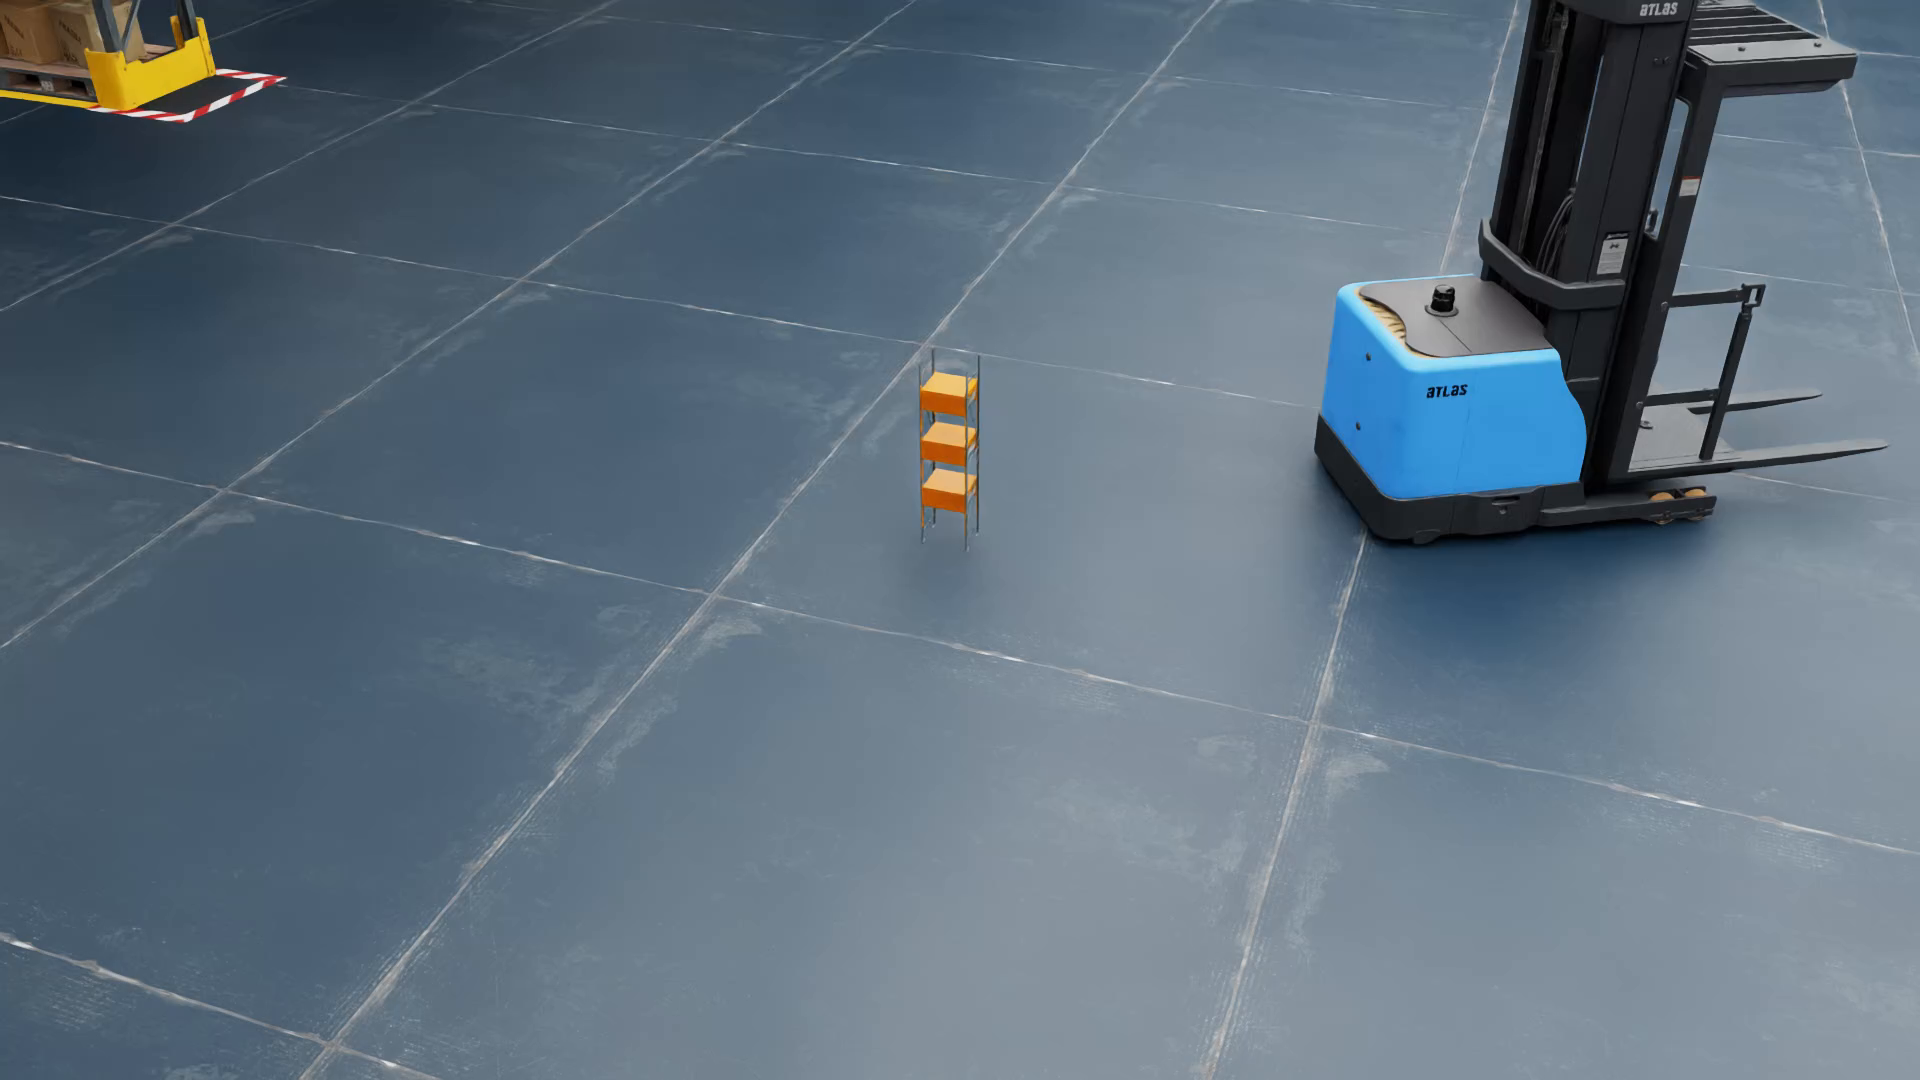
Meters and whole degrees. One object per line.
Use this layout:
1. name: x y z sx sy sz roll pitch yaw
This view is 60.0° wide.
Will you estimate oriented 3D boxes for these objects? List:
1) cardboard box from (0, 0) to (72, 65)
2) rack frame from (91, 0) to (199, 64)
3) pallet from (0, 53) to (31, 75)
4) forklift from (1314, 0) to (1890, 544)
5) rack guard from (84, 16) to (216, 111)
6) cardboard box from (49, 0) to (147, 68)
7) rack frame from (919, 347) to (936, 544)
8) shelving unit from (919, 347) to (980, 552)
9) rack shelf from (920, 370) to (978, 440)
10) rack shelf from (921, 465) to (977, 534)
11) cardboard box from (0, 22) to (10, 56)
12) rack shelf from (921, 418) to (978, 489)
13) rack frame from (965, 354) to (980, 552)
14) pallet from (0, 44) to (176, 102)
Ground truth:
1. cardboard box: -8.343 -4.674 15.141 0.500 0.500 0.500 21 38 29
2. rack frame: -7.187 -5.333 14.244 0.127 3.000 1.000 11 34 16
3. pallet: -9.156 -4.566 15.628 1.213 0.211 1.003 11 34 16
4. forklift: 3.569 -1.593 8.515 3.031 2.935 1.130 -6 33 -9
5. rack guard: -7.258 -4.297 14.944 0.348 0.500 1.175 11 34 16
6. cardboard box: -7.769 -4.582 14.999 0.500 0.500 0.500 18 37 25
7. rack frame: -0.165 -0.473 8.515 0.008 1.050 0.200 11 34 16
8. shelving unit: -0.050 -0.451 8.480 0.252 1.050 0.215 11 34 16
9. rack shelf: -0.050 -0.680 8.332 0.240 0.259 0.215 11 34 16
10. rack shelf: -0.050 -0.208 8.637 0.240 0.259 0.215 11 34 16
11. cardboard box: -8.926 -4.798 15.334 0.500 0.500 0.500 14 35 21
12. rack shelf: -0.050 -0.442 8.486 0.240 0.259 0.215 11 34 16
13. rack frame: 0.064 -0.429 8.446 0.008 1.050 0.200 11 34 16
14. pallet: -8.011 -4.342 15.281 1.213 0.211 1.003 11 34 16
